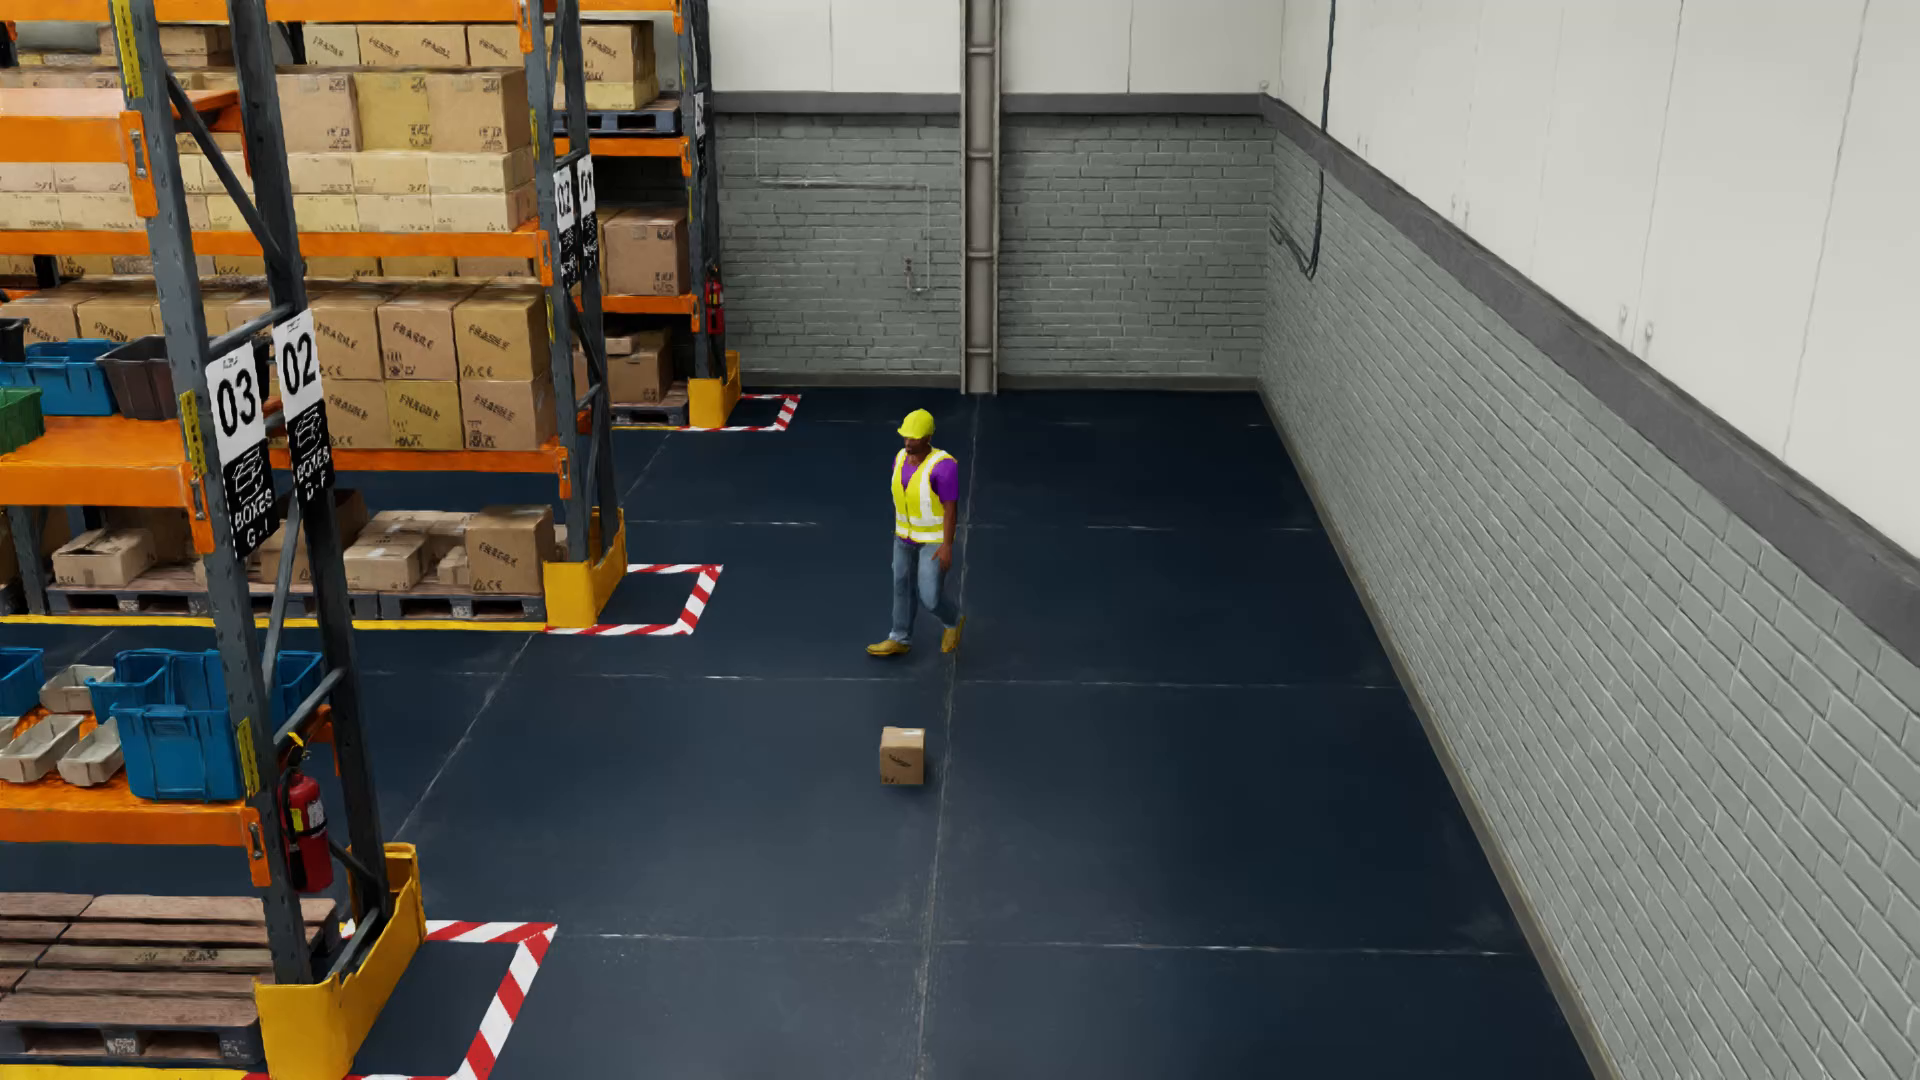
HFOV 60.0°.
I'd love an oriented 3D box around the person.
[{"bbox_3d":[-0.240,-0.029,11.081,0.644,1.758,0.548,18,27,39],"label":"person"}]
